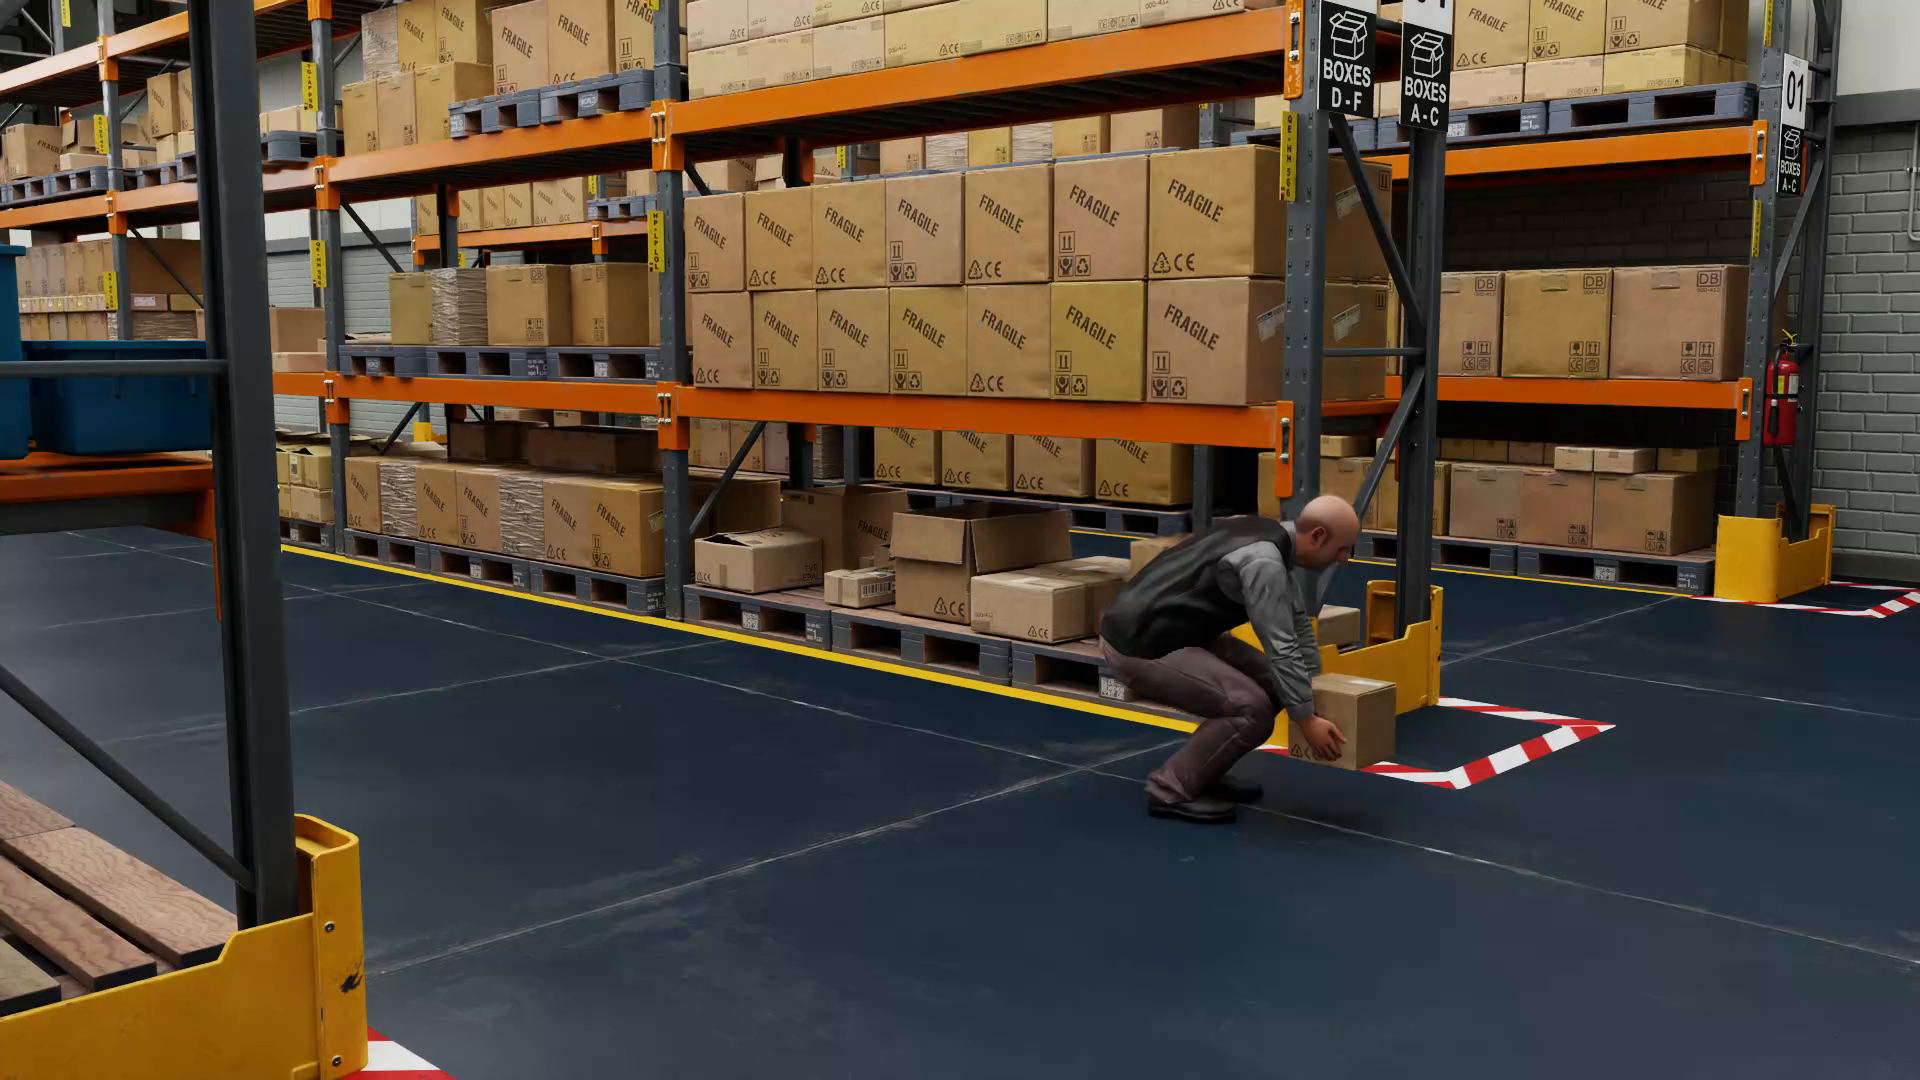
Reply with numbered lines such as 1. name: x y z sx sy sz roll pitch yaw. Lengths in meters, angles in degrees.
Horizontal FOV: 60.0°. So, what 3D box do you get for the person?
1. person: 0.894 0.372 5.550 0.829 1.062 0.553 2 7 17
